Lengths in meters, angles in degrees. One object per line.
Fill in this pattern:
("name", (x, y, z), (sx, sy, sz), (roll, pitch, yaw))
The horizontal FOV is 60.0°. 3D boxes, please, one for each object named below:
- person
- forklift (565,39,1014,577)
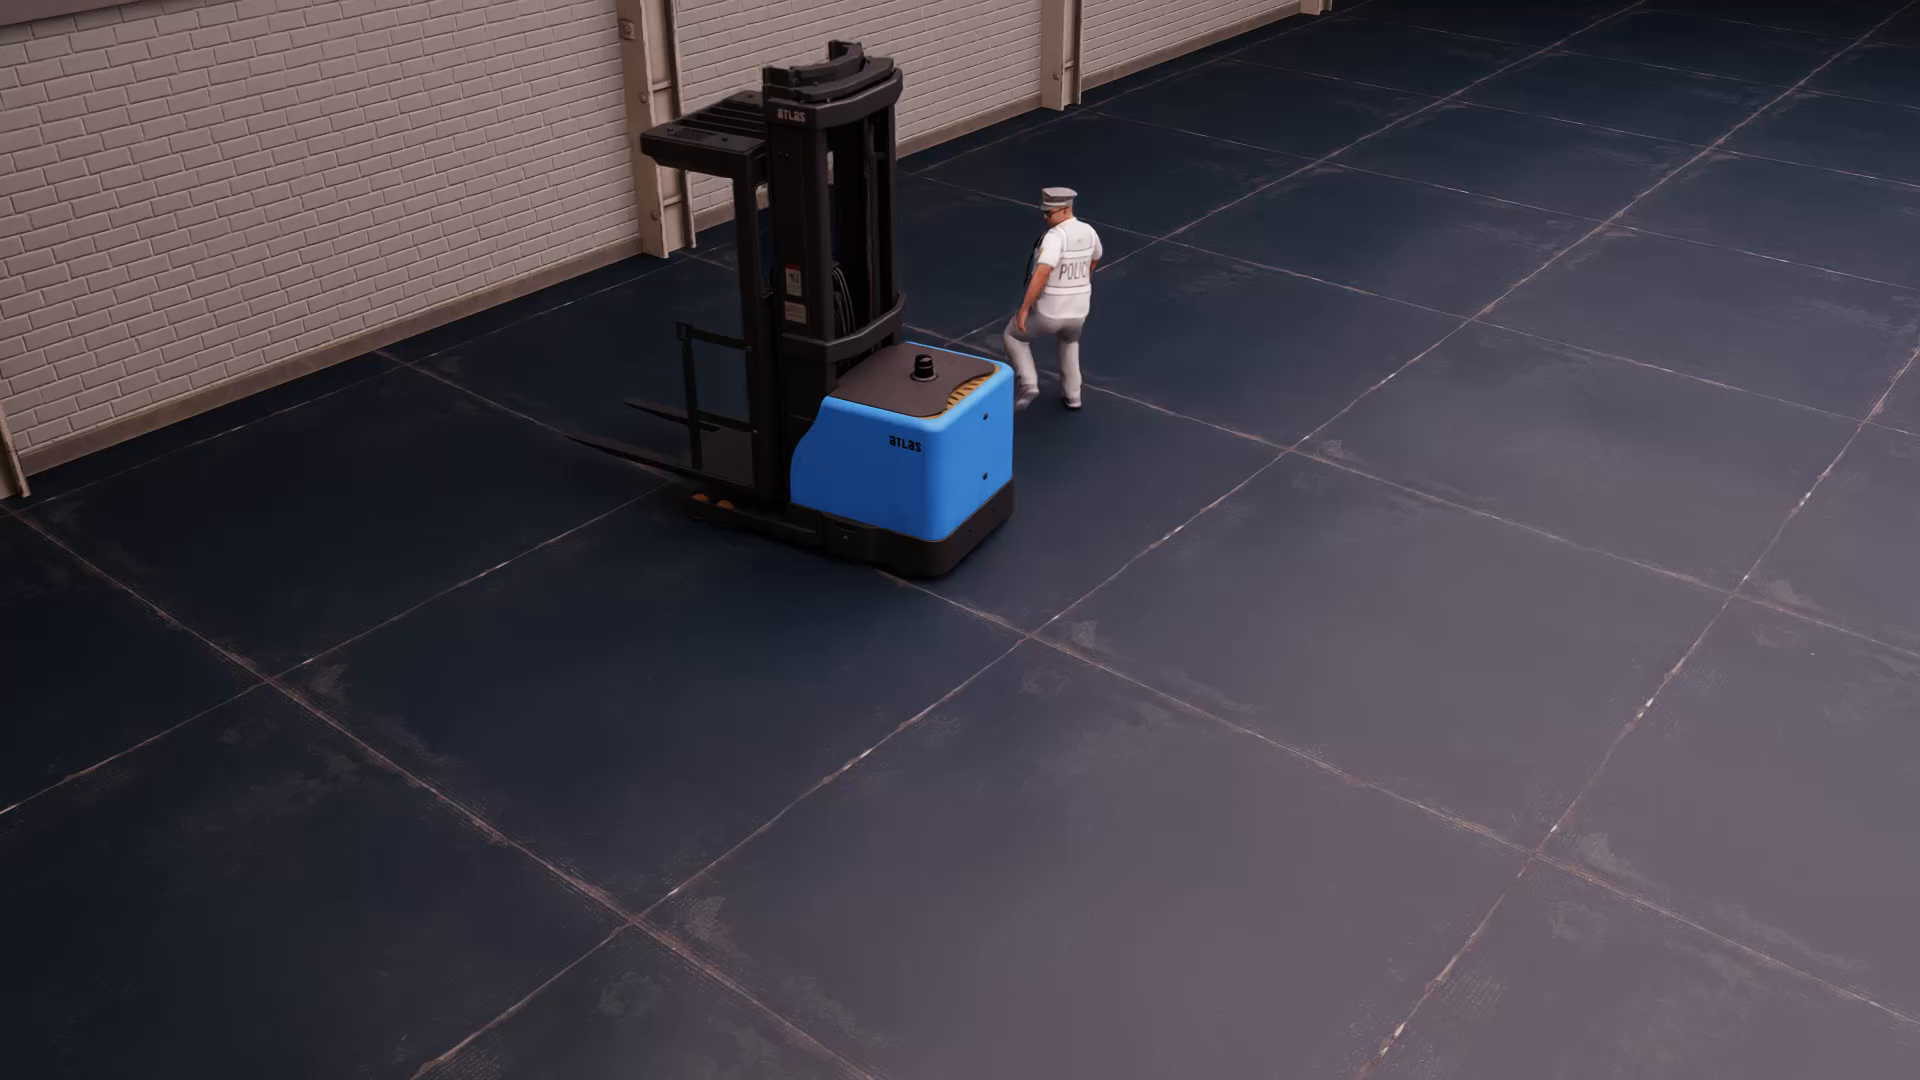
("person", (0.647, -1.683, 11.772), (0.822, 1.656, 0.609), (-15, 33, -24))
("forklift", (-1.196, -1.567, 10.276), (3.031, 2.935, 1.130), (15, 34, 25))
